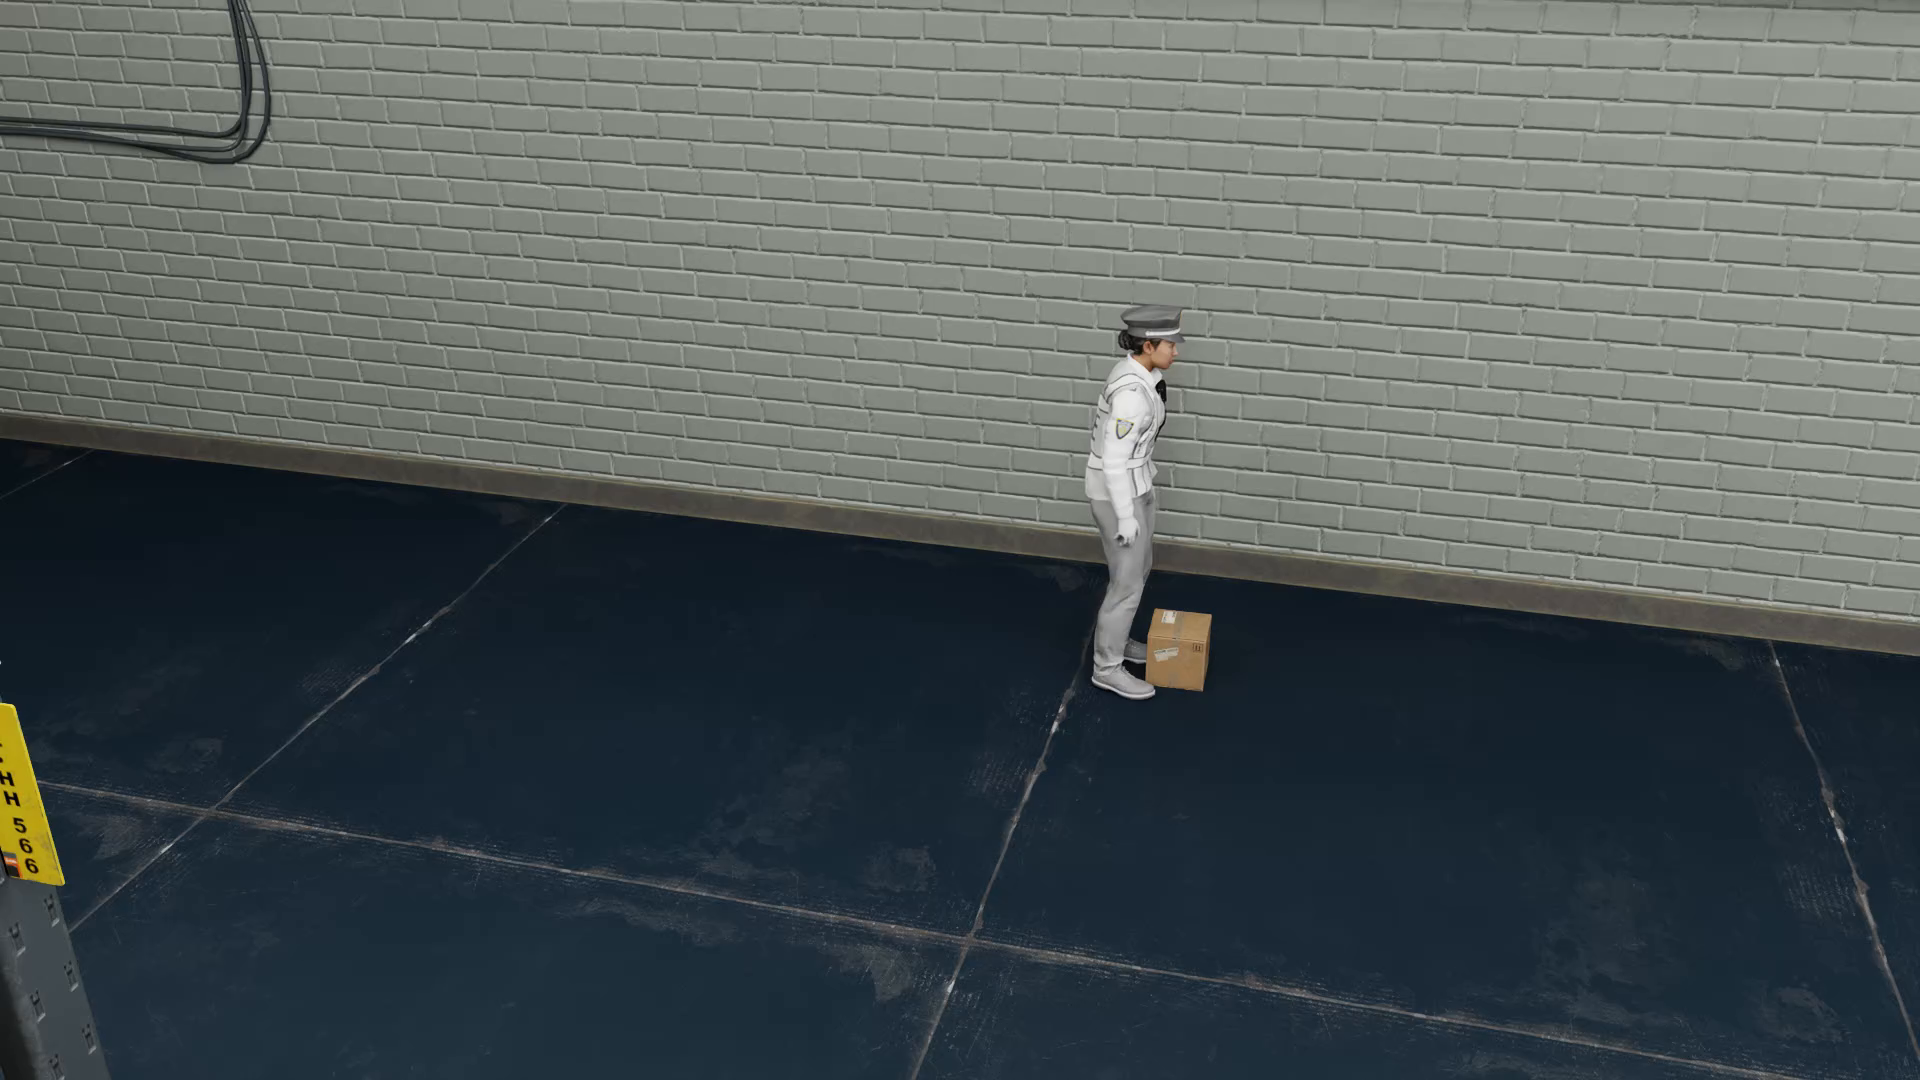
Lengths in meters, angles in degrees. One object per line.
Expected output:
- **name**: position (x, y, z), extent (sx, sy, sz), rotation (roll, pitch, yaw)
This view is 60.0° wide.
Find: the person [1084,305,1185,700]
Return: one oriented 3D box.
- **person**: position (0.715, -0.180, 6.983), extent (0.375, 1.663, 0.528), rotation (6, 26, 13)
